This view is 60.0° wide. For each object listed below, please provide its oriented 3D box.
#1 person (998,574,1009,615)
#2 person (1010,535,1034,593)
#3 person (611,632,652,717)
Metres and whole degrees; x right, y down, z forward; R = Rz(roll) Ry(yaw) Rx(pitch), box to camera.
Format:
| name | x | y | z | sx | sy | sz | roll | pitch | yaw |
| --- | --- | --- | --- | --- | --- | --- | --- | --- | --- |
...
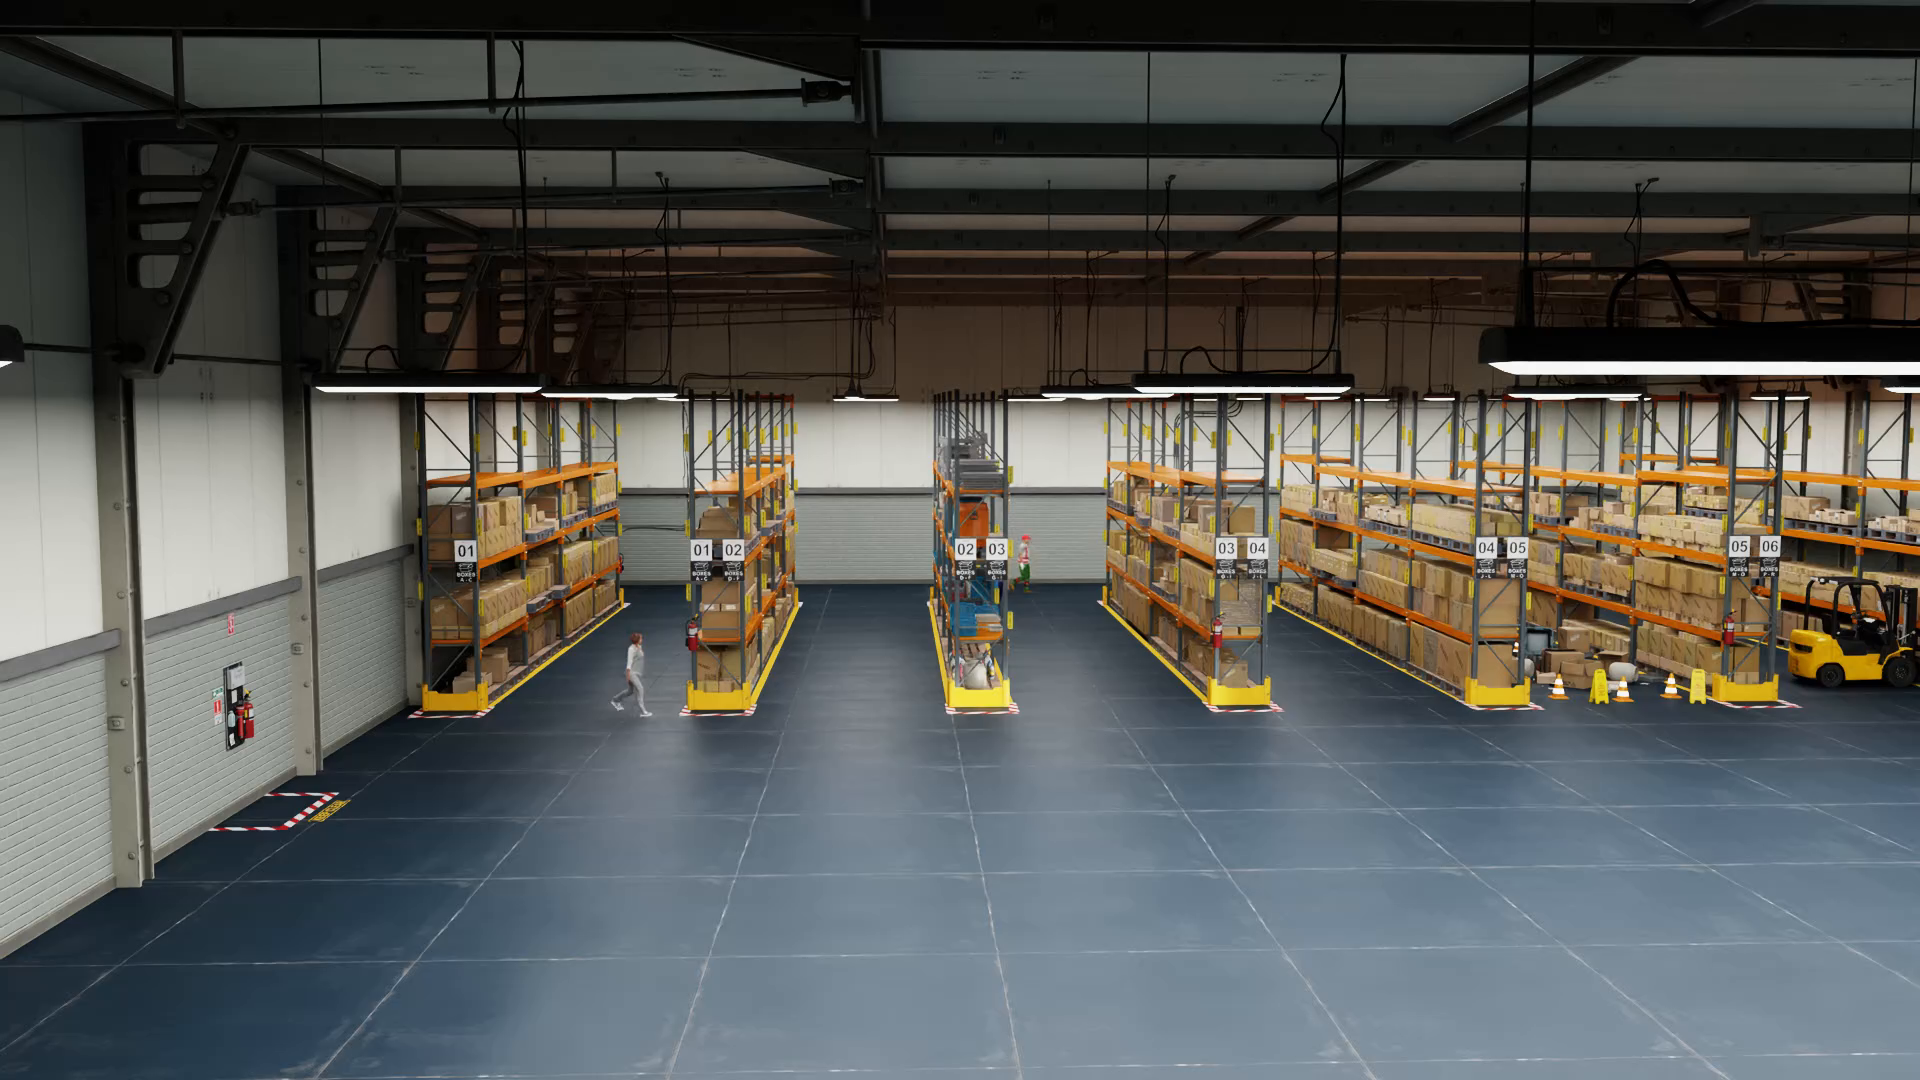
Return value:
| name | x | y | z | sx | sy | sz | roll | pitch | yaw |
| --- | --- | --- | --- | --- | --- | --- | --- | --- | --- |
| person | 1.091 | 1.232 | 45.194 | 0.473 | 1.580 | 1.049 | -1 | 5 | -18 |
| person | 1.877 | 0.729 | 50.264 | 0.687 | 1.781 | 0.613 | 2 | 5 | 21 |
| person | -6.037 | 2.450 | 30.550 | 0.948 | 1.542 | 0.419 | 2 | 5 | 21 |
